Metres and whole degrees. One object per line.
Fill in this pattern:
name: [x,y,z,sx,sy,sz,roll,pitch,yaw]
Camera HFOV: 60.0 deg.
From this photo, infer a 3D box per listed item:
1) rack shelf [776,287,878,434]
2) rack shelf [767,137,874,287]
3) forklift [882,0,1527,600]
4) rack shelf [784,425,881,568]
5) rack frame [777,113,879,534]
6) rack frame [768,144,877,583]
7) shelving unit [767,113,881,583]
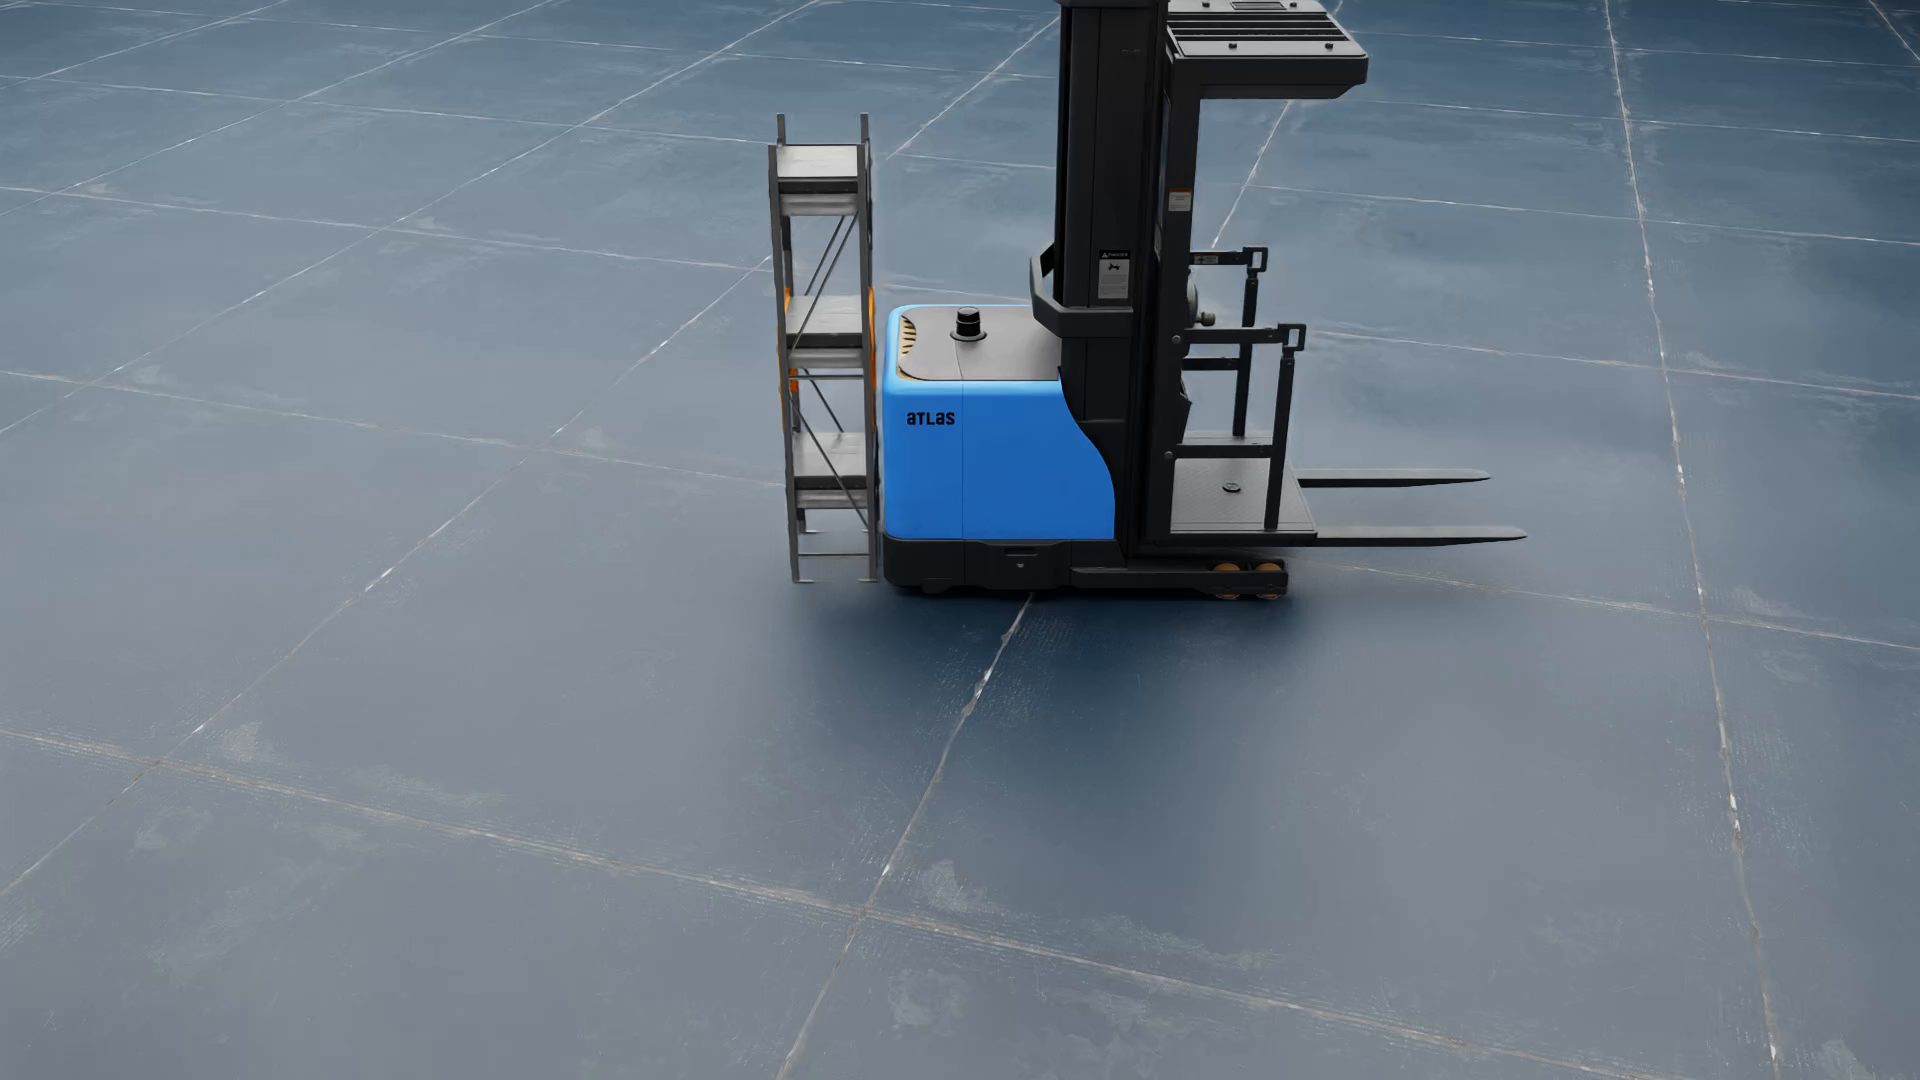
rack shelf: [-0.599,-0.824,7.599,0.431,0.518,0.480,-1,29,-1]
rack shelf: [-0.599,-1.436,7.259,0.431,0.518,0.480,-1,29,-1]
forklift: [1.155,-1.263,7.505,3.031,2.935,1.130,0,29,0]
rack shelf: [-0.599,-0.212,7.940,0.431,0.518,0.480,-1,29,-1]
rack frame: [-0.603,-0.954,7.806,0.400,2.100,0.015,-1,29,-1]
rack frame: [-0.594,-0.717,7.379,0.400,2.100,0.015,-1,29,-1]
shelving unit: [-0.599,-0.836,7.593,0.431,2.100,0.503,-1,29,-1]
